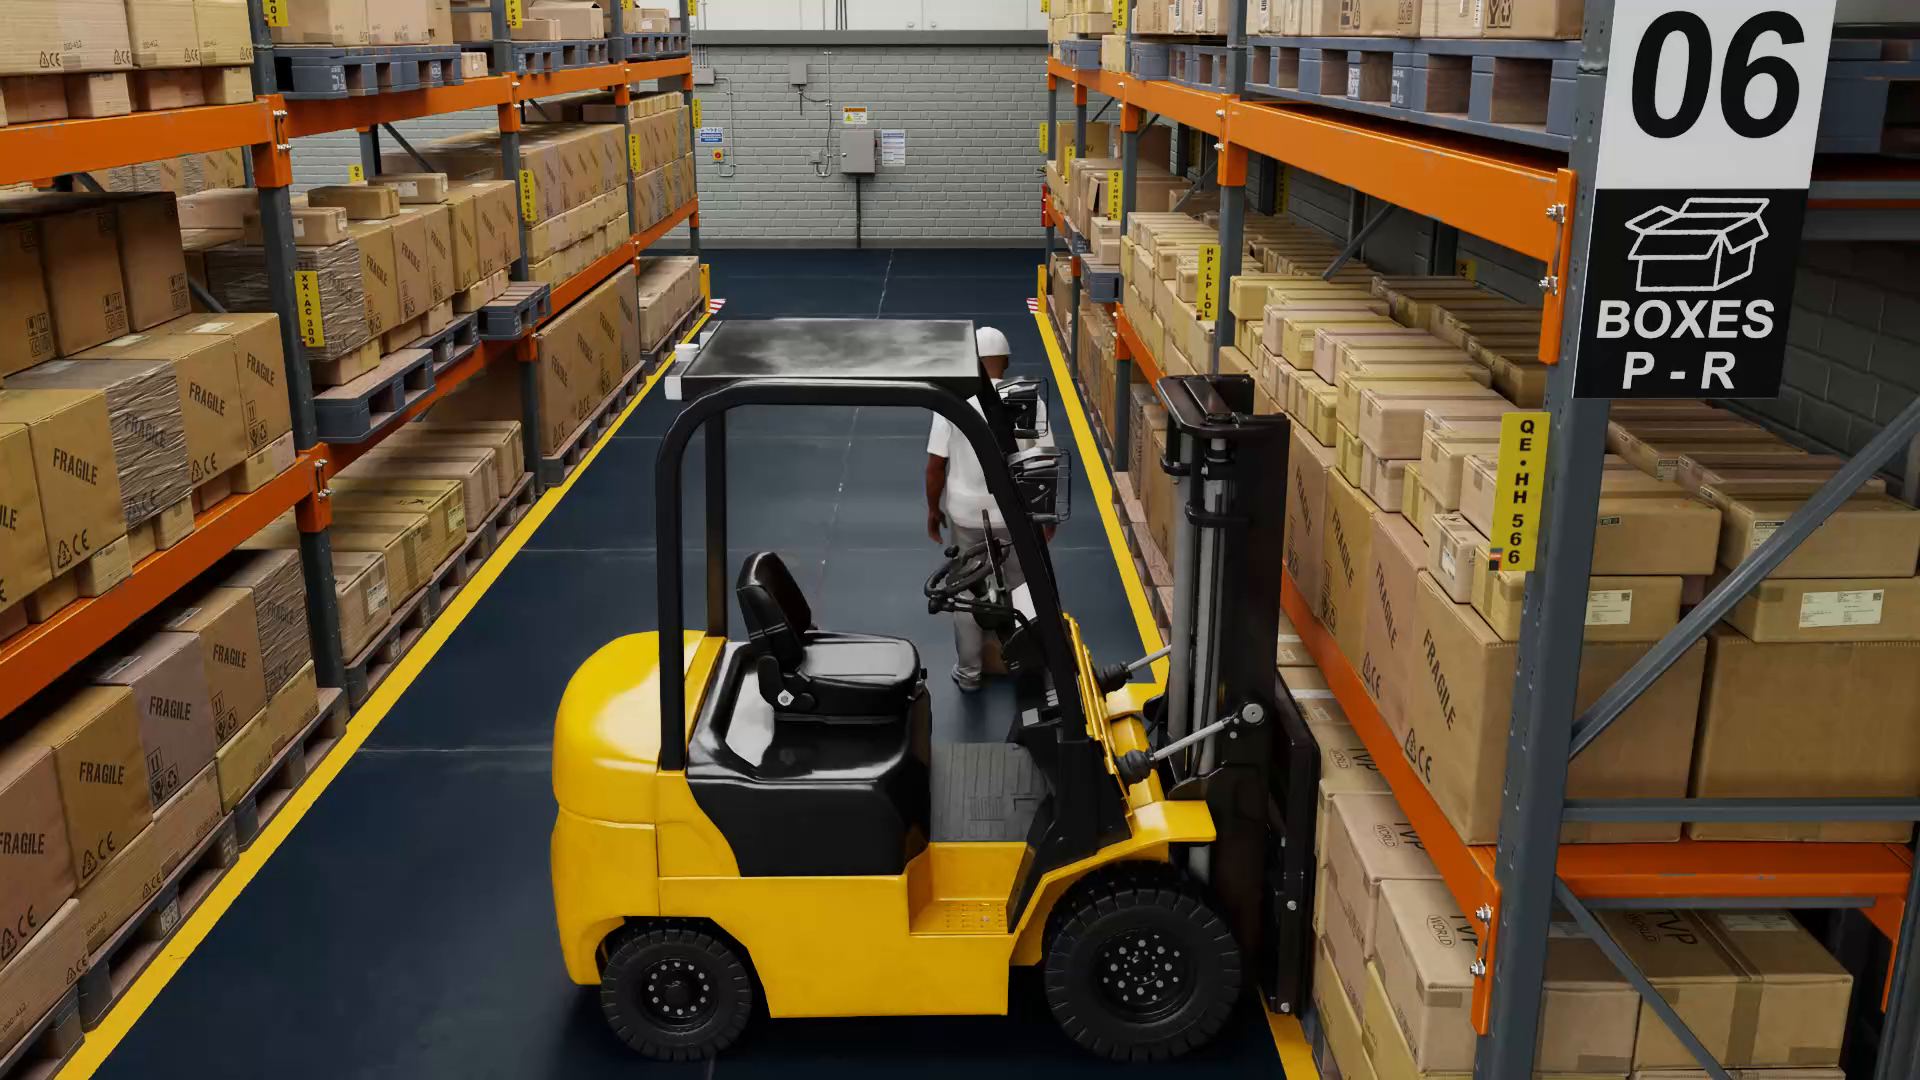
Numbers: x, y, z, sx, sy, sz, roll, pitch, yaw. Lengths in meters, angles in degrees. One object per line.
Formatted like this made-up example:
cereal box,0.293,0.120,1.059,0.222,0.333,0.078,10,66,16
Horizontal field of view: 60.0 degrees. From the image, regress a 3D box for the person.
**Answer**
person,0.153,-0.139,7.972,0.628,1.757,0.456,0,17,0
